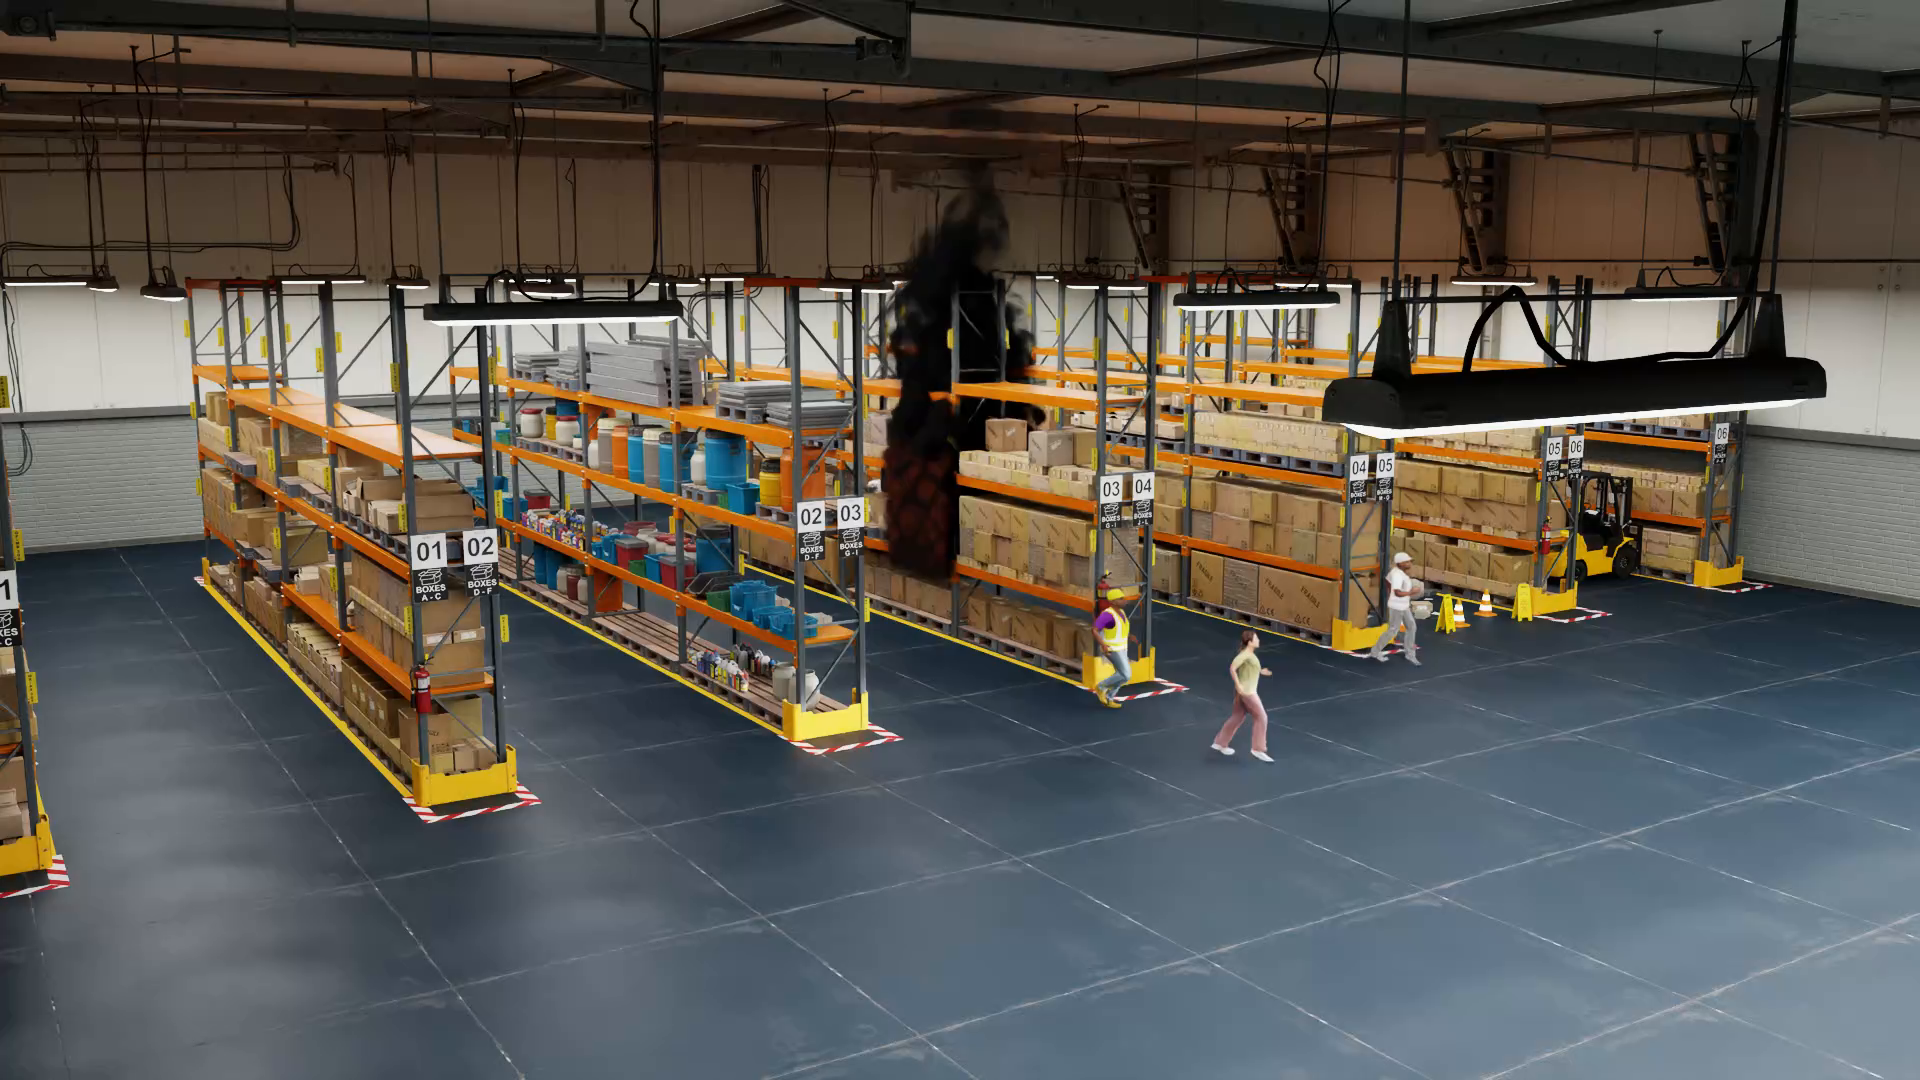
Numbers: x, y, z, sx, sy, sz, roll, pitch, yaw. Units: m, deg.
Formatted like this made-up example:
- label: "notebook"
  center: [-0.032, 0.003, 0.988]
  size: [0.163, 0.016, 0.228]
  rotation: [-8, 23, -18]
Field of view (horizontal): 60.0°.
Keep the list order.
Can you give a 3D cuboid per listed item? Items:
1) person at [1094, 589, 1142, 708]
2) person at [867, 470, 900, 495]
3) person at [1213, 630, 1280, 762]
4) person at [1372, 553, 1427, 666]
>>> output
- label: "person"
  center: [2.279, 1.544, 23.613]
  size: [0.580, 1.718, 0.690]
  rotation: [5, 11, 28]
- label: "person"
  center: [-1.694, -0.777, 37.402]
  size: [0.645, 1.692, 0.895]
  rotation: [-8, 12, -40]
- label: "person"
  center: [3.673, 1.980, 21.229]
  size: [0.844, 1.697, 0.569]
  rotation: [0, 10, 1]
- label: "person"
  center: [6.945, 1.094, 26.155]
  size: [0.844, 1.814, 0.700]
  rotation: [4, 10, 22]
